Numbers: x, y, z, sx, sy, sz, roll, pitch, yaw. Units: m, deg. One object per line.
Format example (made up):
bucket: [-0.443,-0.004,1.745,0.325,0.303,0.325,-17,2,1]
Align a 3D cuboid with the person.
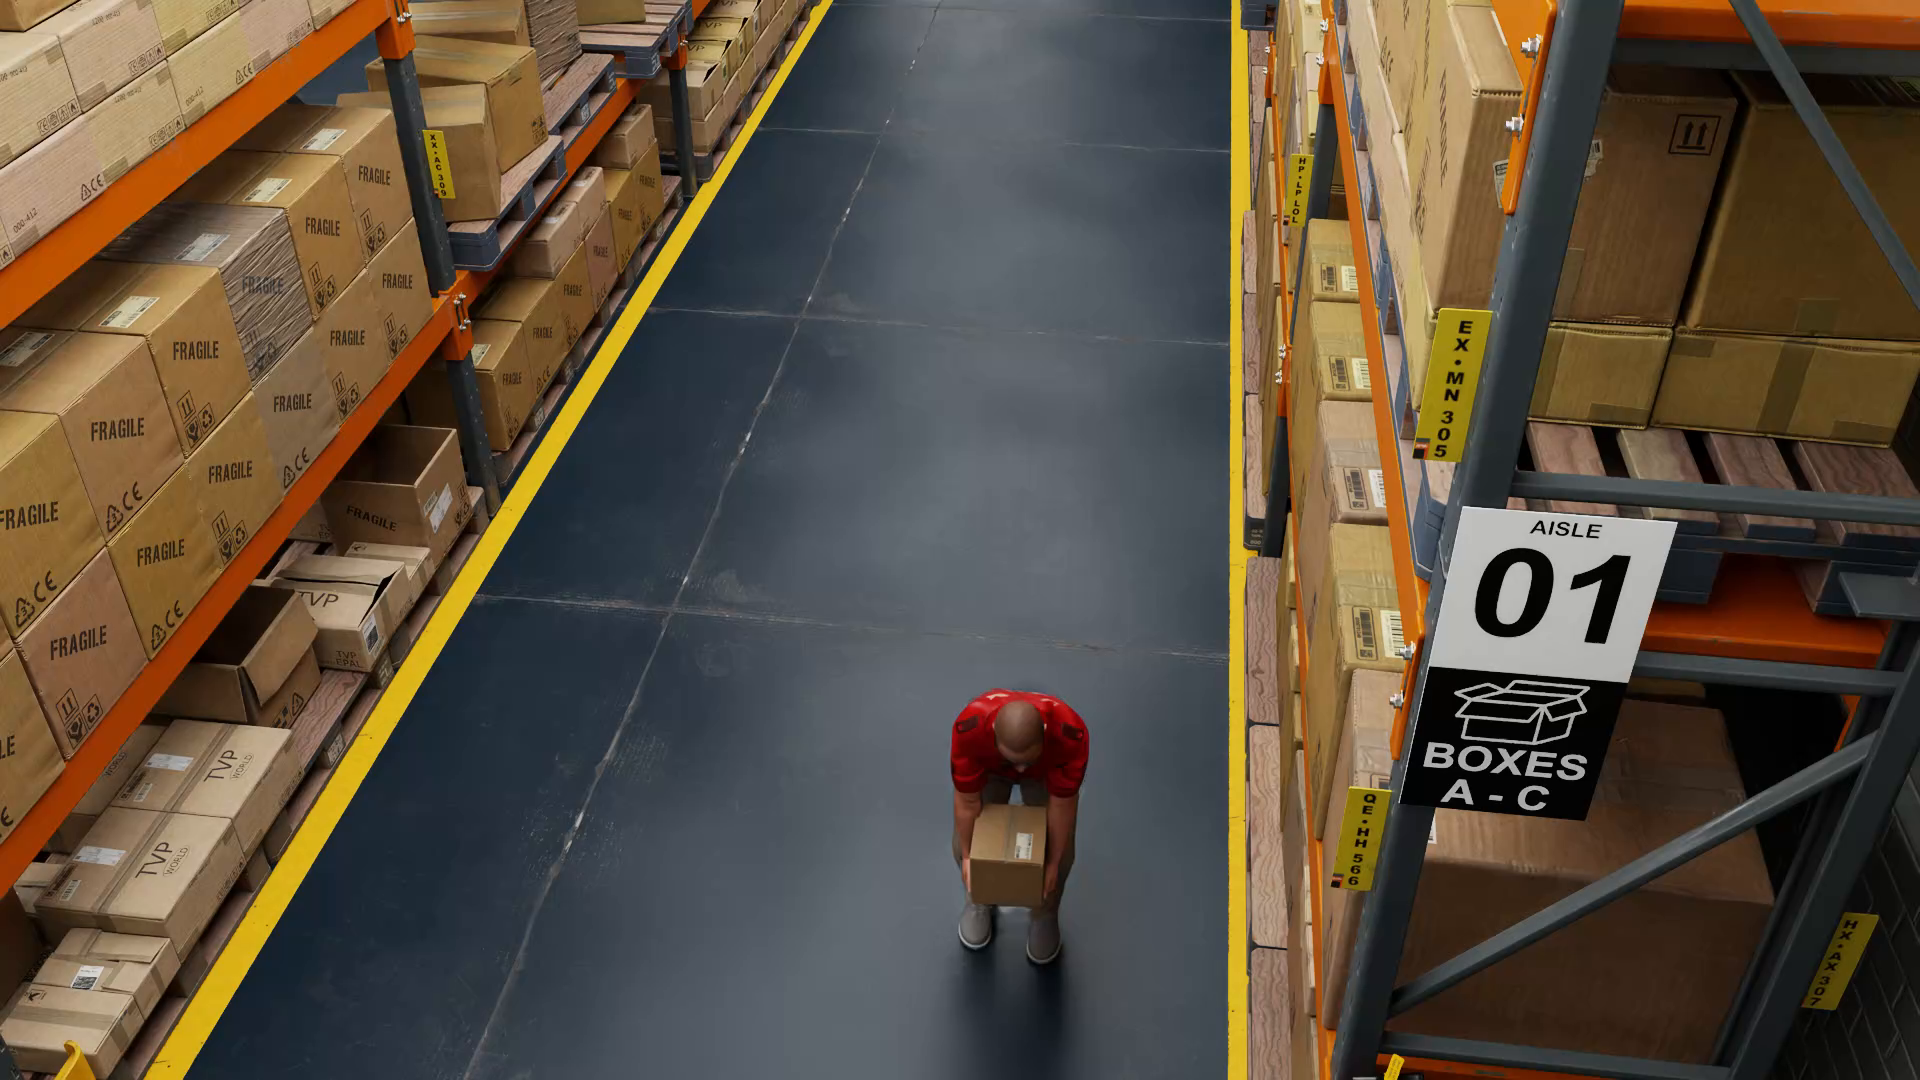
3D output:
person: [0.200,0.971,5.918,0.488,1.496,0.778,4,36,5]
